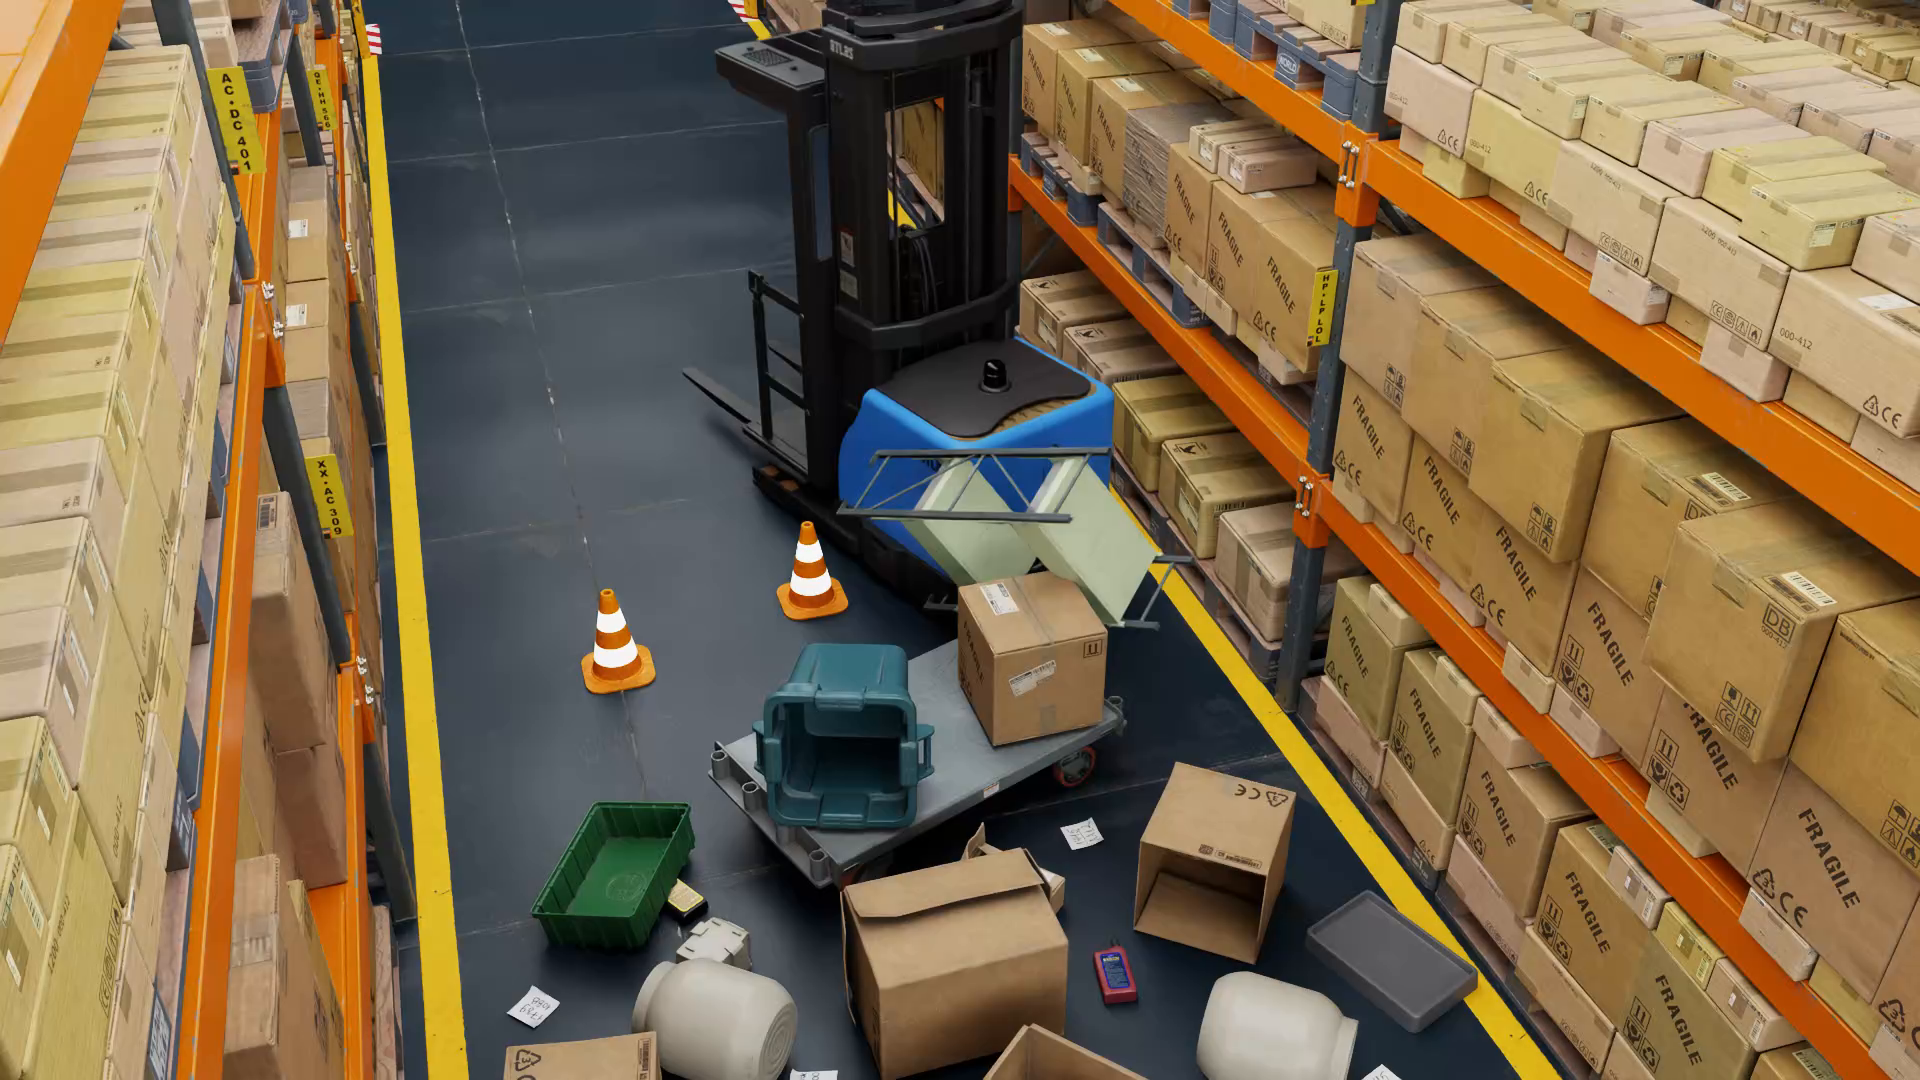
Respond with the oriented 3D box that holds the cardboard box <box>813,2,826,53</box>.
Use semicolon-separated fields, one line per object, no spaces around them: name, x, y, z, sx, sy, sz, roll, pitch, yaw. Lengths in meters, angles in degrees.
cardboard box;-0.814;-4.669;15.357;0.875;0.438;0.875;-11;35;-16

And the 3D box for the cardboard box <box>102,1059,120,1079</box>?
cardboard box;-1.274;0.844;2.107;0.380;0.149;0.250;-10;35;-14

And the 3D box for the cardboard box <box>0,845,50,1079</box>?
cardboard box;-1.273;0.516;1.880;0.380;0.149;0.250;-10;35;-14

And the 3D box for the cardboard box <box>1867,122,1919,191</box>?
cardboard box;2.857;-1.096;4.791;0.380;0.149;0.250;-10;35;-14

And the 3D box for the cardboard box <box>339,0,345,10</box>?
cardboard box;-5.952;-4.958;15.517;0.380;0.149;0.250;-10;35;-14

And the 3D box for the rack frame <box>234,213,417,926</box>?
rack frame;-2.694;0.341;5.833;1.000;3.000;0.127;-10;35;-15

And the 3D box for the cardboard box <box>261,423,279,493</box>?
cardboard box;-2.851;-0.378;5.922;0.700;0.500;0.500;-11;35;-16

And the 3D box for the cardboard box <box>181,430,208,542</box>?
cardboard box;-1.812;-0.084;3.511;0.380;0.149;0.250;-10;35;-15

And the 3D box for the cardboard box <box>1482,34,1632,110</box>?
cardboard box;1.953;-1.532;5.450;0.380;0.149;0.250;-11;35;-16

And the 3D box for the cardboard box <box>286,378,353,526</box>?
cardboard box;-2.753;-0.287;6.692;0.500;0.500;0.500;-10;35;-14

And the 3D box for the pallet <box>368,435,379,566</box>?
pallet;-3.746;-0.169;9.134;1.003;0.211;1.213;-10;35;-15

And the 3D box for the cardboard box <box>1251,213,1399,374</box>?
cardboard box;1.629;-1.089;7.256;0.500;0.500;0.500;-11;35;-16

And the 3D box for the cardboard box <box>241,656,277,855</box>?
cardboard box;-2.302;0.603;4.320;0.875;0.550;0.550;-10;35;-15

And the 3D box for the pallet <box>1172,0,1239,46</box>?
pallet;1.583;-2.604;7.738;1.213;0.211;1.003;-10;35;-15

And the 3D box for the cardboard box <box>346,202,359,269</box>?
cardboard box;-4.049;-1.873;10.390;0.500;0.250;0.500;-10;35;-15

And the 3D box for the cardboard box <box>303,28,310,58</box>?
cardboard box;-4.420;-3.187;10.748;0.380;0.149;0.250;-10;35;-15

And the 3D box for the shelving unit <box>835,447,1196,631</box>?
shelving unit;0.227;-0.020;7.612;1.500;0.755;0.431;2;53;47

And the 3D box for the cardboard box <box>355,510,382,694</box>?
cardboard box;-3.260;0.286;7.575;1.050;0.750;0.750;-10;35;-15

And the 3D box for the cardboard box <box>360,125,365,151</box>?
cardboard box;-5.021;-3.230;13.442;0.380;0.149;0.250;-9;35;-13

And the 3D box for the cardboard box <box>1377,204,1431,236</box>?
cardboard box;2.119;-1.180;7.393;0.500;0.500;0.500;-9;35;-14

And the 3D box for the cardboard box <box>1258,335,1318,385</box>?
cardboard box;1.569;-0.839;7.465;0.380;0.149;0.250;-10;35;-14

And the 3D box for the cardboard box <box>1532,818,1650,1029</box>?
cardboard box;2.407;1.298;5.817;0.500;0.500;0.500;-11;35;-16

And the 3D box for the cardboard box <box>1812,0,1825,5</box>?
cardboard box;5.787;-3.657;11.204;0.380;0.149;0.250;-9;34;-13

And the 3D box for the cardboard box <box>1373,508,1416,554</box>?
cardboard box;1.906;-0.096;6.722;0.380;0.149;0.250;-9;35;-13

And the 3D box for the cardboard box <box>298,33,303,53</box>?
cardboard box;-4.273;-3.043;10.261;0.380;0.149;0.250;-9;35;-13

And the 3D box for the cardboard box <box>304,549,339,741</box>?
cardboard box;-2.570;0.470;5.501;0.875;0.550;0.550;-10;35;-15

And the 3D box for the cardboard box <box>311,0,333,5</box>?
cardboard box;-5.046;-4.327;12.537;0.500;0.500;0.500;-11;35;-16

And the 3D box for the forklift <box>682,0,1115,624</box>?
forklift;-0.520;-1.549;8.754;1.130;2.935;3.031;-23;40;-31

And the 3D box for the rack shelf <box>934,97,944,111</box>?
rack shelf;0.159;-3.395;12.138;1.077;0.370;4.000;-10;35;-15

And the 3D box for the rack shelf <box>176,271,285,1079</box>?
rack shelf;-2.084;0.440;3.615;1.077;0.370;4.000;-10;35;-15

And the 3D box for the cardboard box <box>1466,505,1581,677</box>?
cardboard box;2.174;0.093;5.847;0.500;0.500;0.500;-10;35;-15

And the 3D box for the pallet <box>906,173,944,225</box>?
pallet;0.232;-2.547;12.733;1.003;0.211;1.213;-10;35;-15

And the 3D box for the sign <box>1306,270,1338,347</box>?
sign;1.461;-0.932;6.709;0.100;0.325;0.005;-10;35;-15

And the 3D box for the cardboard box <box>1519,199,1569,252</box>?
cardboard box;2.096;-1.090;5.505;0.380;0.149;0.250;-9;35;-13

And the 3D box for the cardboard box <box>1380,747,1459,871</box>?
cardboard box;2.085;1.061;6.856;0.500;0.250;0.500;-8;34;-12

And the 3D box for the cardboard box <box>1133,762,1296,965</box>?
cardboard box;1.020;1.289;6.663;0.500;0.500;0.500;13;36;18

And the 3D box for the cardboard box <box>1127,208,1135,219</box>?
cardboard box;1.120;-1.805;8.926;0.380;0.149;0.250;-9;34;-13

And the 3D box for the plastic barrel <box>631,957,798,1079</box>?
plastic barrel;-0.888;1.753;6.032;0.512;0.421;0.421;13;36;18

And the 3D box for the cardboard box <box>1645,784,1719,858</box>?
cardboard box;2.434;0.840;5.305;0.380;0.149;0.250;-10;35;-15

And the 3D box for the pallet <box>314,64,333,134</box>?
pallet;-4.557;-2.712;10.626;1.003;0.211;1.213;-10;35;-15

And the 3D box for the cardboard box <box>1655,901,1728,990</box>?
cardboard box;2.467;1.253;5.296;0.380;0.149;0.250;-9;35;-14

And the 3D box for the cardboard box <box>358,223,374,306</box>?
cardboard box;-4.205;-1.838;11.016;0.500;0.500;0.500;-11;35;-16

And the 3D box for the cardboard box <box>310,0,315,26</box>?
cardboard box;-4.825;-3.754;11.877;0.380;0.149;0.250;-11;35;-16

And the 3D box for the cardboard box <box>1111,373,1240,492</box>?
cardboard box;1.390;-0.640;9.320;0.950;0.372;0.625;-9;34;-13

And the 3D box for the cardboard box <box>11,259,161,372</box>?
cardboard box;-1.816;-0.420;3.296;0.380;0.149;0.250;-10;35;-14

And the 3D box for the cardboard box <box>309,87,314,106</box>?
cardboard box;-4.265;-2.794;10.424;0.380;0.149;0.250;-10;35;-14

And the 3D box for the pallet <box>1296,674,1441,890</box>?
pallet;2.227;0.966;7.417;1.003;0.211;1.213;-10;35;-15

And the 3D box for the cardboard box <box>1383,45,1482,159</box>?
cardboard box;1.862;-1.580;5.886;0.500;0.250;0.500;-11;35;-16

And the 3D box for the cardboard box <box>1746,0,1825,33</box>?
cardboard box;5.394;-3.437;10.871;0.380;0.149;0.250;-9;35;-14

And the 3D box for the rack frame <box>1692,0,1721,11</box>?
rack frame;5.495;-3.481;11.617;1.000;3.000;0.127;-10;35;-15

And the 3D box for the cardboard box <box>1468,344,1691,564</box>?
cardboard box;2.179;-0.320;5.565;0.700;0.500;0.500;-11;35;-16

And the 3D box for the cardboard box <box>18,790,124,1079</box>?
cardboard box;-1.377;0.615;2.092;0.500;0.250;0.500;-10;35;-15
